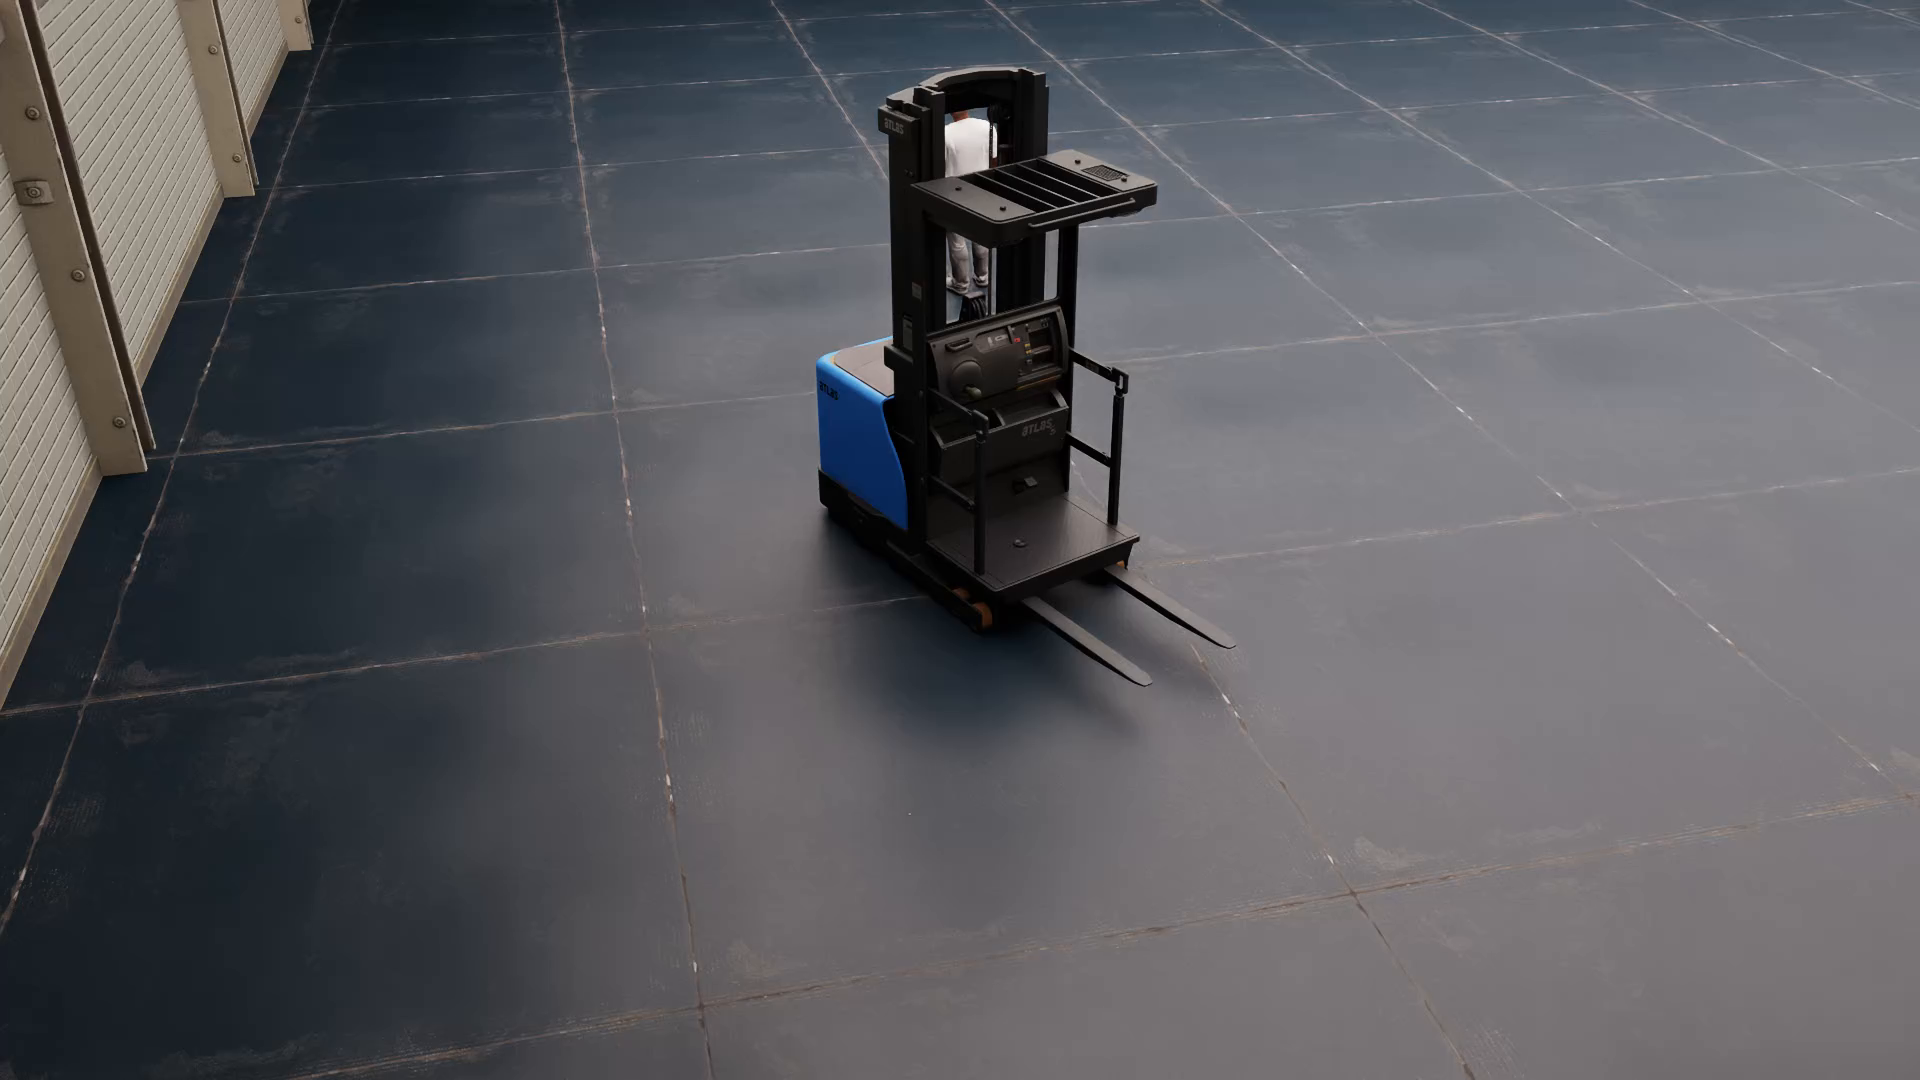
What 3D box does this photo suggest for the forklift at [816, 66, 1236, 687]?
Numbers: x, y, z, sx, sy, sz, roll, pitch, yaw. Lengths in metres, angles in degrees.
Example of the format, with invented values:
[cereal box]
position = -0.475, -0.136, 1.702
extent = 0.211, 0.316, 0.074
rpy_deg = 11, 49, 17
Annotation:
[forklift]
position = 0.355, -1.021, 9.338
extent = 1.130, 2.935, 3.031
rpy_deg = -20, 35, -30

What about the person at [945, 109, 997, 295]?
[person]
position = -0.003, -2.900, 13.732
extent = 0.665, 1.769, 0.574
rpy_deg = -11, 32, -17
